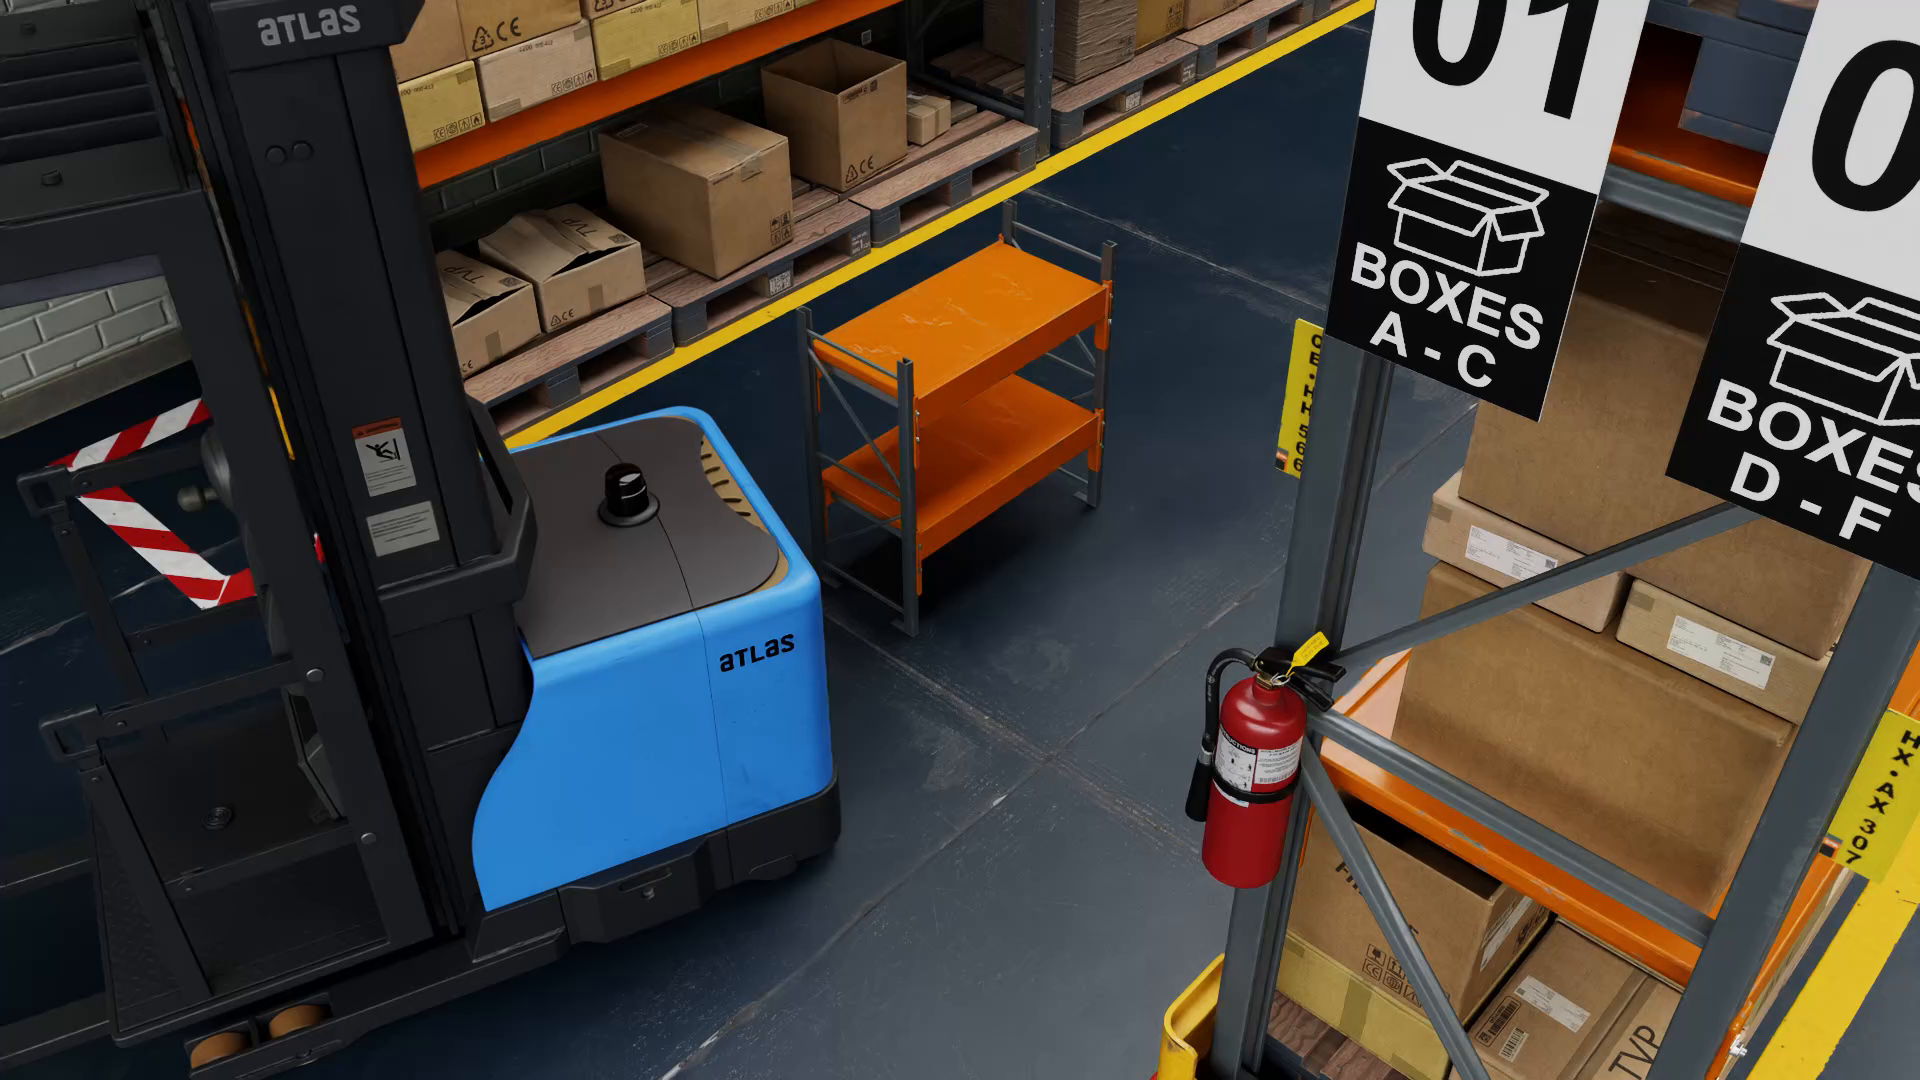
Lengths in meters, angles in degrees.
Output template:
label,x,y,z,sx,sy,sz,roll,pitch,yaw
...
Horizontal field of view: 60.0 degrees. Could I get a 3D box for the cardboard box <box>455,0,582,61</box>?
label,x,y,z,sx,sy,sz,roll,pitch,yaw
cardboard box,-1.748,-2.102,5.986,0.500,0.500,0.500,30,47,32

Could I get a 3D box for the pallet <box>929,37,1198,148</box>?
label,x,y,z,sx,sy,sz,roll,pitch,yaw
pallet,0.590,-2.648,9.411,1.003,0.211,1.213,30,47,32

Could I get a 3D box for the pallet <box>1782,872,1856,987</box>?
label,x,y,z,sx,sy,sz,roll,pitch,yaw
pallet,2.335,0.699,5.201,1.003,0.211,1.213,30,47,32

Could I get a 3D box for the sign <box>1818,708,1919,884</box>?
label,x,y,z,sx,sy,sz,roll,pitch,yaw
sign,1.432,0.401,2.577,0.100,0.325,0.005,30,47,32

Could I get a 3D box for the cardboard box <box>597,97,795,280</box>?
label,x,y,z,sx,sy,sz,roll,pitch,yaw
cardboard box,-1.183,-1.595,7.501,0.700,0.500,0.500,27,46,29

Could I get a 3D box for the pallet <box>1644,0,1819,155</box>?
label,x,y,z,sx,sy,sz,roll,pitch,yaw
pallet,1.523,-0.919,2.656,1.003,0.211,1.213,30,47,32

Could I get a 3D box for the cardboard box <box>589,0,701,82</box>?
label,x,y,z,sx,sy,sz,roll,pitch,yaw
cardboard box,-1.381,-2.060,6.535,0.500,0.250,0.500,29,47,31

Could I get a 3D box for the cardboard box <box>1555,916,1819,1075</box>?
label,x,y,z,sx,sy,sz,roll,pitch,yaw
cardboard box,1.887,1.062,4.376,0.500,0.250,0.500,30,47,32

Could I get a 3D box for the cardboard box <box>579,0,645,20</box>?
label,x,y,z,sx,sy,sz,roll,pitch,yaw
cardboard box,-1.395,-2.337,6.281,0.500,0.500,0.500,28,46,31

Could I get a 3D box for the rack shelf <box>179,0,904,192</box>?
label,x,y,z,sx,sy,sz,roll,pitch,yaw
rack shelf,-1.283,-2.181,7.161,1.077,0.370,4.000,30,47,32

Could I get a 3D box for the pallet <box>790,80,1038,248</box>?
label,x,y,z,sx,sy,sz,roll,pitch,yaw
pallet,-0.361,-1.966,8.553,1.003,0.211,1.213,30,47,32

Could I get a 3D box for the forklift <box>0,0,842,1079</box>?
label,x,y,z,sx,sy,sz,roll,pitch,yaw
forklift,-1.912,-0.059,3.969,3.031,2.935,1.130,-17,42,-20

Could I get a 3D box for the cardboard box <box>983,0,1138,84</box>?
label,x,y,z,sx,sy,sz,roll,pitch,yaw
cardboard box,0.550,-2.920,9.167,0.700,0.500,0.500,31,48,33

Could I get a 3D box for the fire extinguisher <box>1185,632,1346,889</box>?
label,x,y,z,sx,sy,sz,roll,pitch,yaw
fire extinguisher,0.604,0.424,3.369,0.296,0.674,0.183,30,47,32

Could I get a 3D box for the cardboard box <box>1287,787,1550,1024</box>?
label,x,y,z,sx,sy,sz,roll,pitch,yaw
cardboard box,1.169,0.782,4.126,0.500,0.500,0.500,30,47,32

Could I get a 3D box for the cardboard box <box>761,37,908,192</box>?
label,x,y,z,sx,sy,sz,roll,pitch,yaw
cardboard box,-0.605,-2.081,8.112,0.500,0.500,0.500,26,45,29

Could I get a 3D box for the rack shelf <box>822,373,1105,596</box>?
label,x,y,z,sx,sy,sz,roll,pitch,yaw
rack shelf,0.005,-0.252,6.056,0.538,0.278,1.000,30,47,32

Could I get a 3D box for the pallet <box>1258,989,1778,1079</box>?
label,x,y,z,sx,sy,sz,roll,pitch,yaw
pallet,1.511,1.257,4.499,1.003,0.211,1.213,30,47,32

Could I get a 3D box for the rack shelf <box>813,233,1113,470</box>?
label,x,y,z,sx,sy,sz,roll,pitch,yaw
rack shelf,0.005,-0.672,5.722,0.538,0.278,1.000,30,47,32

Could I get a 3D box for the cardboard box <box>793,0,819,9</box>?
label,x,y,z,sx,sy,sz,roll,pitch,yaw
cardboard box,-0.700,-2.523,7.117,0.500,0.250,0.500,29,47,32

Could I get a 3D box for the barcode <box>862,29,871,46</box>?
label,x,y,z,sx,sy,sz,roll,pitch,yaw
barcode,-0.476,-2.553,8.448,0.001,0.075,0.075,30,47,32

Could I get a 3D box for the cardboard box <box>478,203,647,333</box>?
label,x,y,z,sx,sy,sz,roll,pitch,yaw
cardboard box,-1.715,-1.205,7.163,0.500,0.311,0.500,-30,47,-32

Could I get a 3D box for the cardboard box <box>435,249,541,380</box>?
label,x,y,z,sx,sy,sz,roll,pitch,yaw
cardboard box,-2.099,-0.943,6.833,0.500,0.311,0.500,24,44,27

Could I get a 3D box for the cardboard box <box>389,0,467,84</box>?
label,x,y,z,sx,sy,sz,roll,pitch,yaw
cardboard box,-2.089,-1.879,5.705,0.500,0.500,0.500,30,47,32

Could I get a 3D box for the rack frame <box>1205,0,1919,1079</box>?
label,x,y,z,sx,sy,sz,roll,pitch,yaw
rack frame,1.024,0.533,3.169,0.949,2.616,0.053,30,47,32

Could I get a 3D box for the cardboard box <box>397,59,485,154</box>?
label,x,y,z,sx,sy,sz,roll,pitch,yaw
cardboard box,-2.069,-1.584,5.936,0.500,0.250,0.500,28,46,31

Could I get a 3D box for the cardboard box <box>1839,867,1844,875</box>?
label,x,y,z,sx,sy,sz,roll,pitch,yaw
cardboard box,2.216,0.534,4.437,0.500,0.500,0.500,30,47,32

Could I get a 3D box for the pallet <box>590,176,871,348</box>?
label,x,y,z,sx,sy,sz,roll,pitch,yaw
pallet,-1.184,-1.403,7.845,1.003,0.211,1.213,30,47,32

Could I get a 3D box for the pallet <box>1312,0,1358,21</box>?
label,x,y,z,sx,sy,sz,roll,pitch,yaw
pallet,2.236,-3.769,10.820,1.003,0.211,1.213,30,47,32

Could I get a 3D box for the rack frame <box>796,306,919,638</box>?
label,x,y,z,sx,sy,sz,roll,pitch,yaw
rack frame,-0.338,-0.210,5.610,0.500,1.125,0.032,30,47,32

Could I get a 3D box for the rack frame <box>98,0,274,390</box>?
label,x,y,z,sx,sy,sz,roll,pitch,yaw
rack frame,-2.633,-1.544,5.781,1.000,3.000,0.127,30,47,32

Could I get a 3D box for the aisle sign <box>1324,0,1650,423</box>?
label,x,y,z,sx,sy,sz,roll,pitch,yaw
aisle sign,0.765,-0.576,2.476,0.394,0.787,0.004,30,47,32

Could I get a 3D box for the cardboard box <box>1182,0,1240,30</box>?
label,x,y,z,sx,sy,sz,roll,pitch,yaw
cardboard box,1.236,-3.396,9.766,0.700,0.500,0.500,30,47,32

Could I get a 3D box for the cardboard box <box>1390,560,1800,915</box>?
label,x,y,z,sx,sy,sz,roll,pitch,yaw
cardboard box,1.351,0.286,3.399,0.700,0.500,0.500,30,47,32

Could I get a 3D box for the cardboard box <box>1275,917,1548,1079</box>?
label,x,y,z,sx,sy,sz,roll,pitch,yaw
cardboard box,1.170,1.076,4.358,0.500,0.250,0.500,30,47,32

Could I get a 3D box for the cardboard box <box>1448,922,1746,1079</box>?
label,x,y,z,sx,sy,sz,roll,pitch,yaw
cardboard box,1.552,1.294,4.085,0.500,0.250,0.500,30,47,32

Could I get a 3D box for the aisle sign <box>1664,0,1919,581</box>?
label,x,y,z,sx,sy,sz,roll,pitch,yaw
aisle sign,1.208,-0.324,2.159,0.394,0.787,0.004,30,47,32

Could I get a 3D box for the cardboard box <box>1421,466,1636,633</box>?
label,x,y,z,sx,sy,sz,roll,pitch,yaw
cardboard box,1.144,-0.014,3.256,0.380,0.149,0.250,29,47,31

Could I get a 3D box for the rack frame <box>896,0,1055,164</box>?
label,x,y,z,sx,sy,sz,roll,pitch,yaw
rack frame,0.066,-3.381,8.092,1.000,3.000,0.127,30,47,32

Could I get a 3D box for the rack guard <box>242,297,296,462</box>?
label,x,y,z,sx,sy,sz,roll,pitch,yaw
rack guard,-2.581,-0.600,6.603,1.175,0.500,0.348,30,47,32

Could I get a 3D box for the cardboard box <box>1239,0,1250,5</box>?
label,x,y,z,sx,sy,sz,roll,pitch,yaw
cardboard box,1.570,-3.632,10.063,0.700,0.500,0.500,29,47,32

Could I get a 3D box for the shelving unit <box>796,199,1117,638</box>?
label,x,y,z,sx,sy,sz,roll,pitch,yaw
shelving unit,0.005,-0.443,5.904,0.538,1.125,1.048,30,47,32

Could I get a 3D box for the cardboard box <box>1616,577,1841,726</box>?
label,x,y,z,sx,sy,sz,roll,pitch,yaw
cardboard box,1.450,0.152,3.048,0.380,0.149,0.250,29,47,32

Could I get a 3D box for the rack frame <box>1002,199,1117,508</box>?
label,x,y,z,sx,sy,sz,roll,pitch,yaw
rack frame,0.348,-0.677,6.198,0.500,1.125,0.032,30,47,32

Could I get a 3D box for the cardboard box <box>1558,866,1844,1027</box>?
label,x,y,z,sx,sy,sz,roll,pitch,yaw
cardboard box,1.888,0.770,4.141,0.500,0.500,0.500,30,47,32

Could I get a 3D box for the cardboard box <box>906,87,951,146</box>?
label,x,y,z,sx,sy,sz,roll,pitch,yaw
cardboard box,-0.273,-2.186,8.512,0.380,0.166,0.250,23,44,27

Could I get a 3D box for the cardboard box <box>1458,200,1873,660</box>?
label,x,y,z,sx,sy,sz,roll,pitch,yaw
cardboard box,1.387,-0.246,3.026,0.700,0.500,0.500,30,47,32

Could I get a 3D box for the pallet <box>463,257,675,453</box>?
label,x,y,z,sx,sy,sz,roll,pitch,yaw
pallet,-2.007,-0.845,7.144,1.003,0.211,1.213,30,47,32

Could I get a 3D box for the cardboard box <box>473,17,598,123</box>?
label,x,y,z,sx,sy,sz,roll,pitch,yaw
cardboard box,-1.729,-1.828,6.243,0.500,0.250,0.500,28,46,31

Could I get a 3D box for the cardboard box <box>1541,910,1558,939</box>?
label,x,y,z,sx,sy,sz,roll,pitch,yaw
cardboard box,1.499,0.841,4.654,0.500,0.250,0.500,30,47,32

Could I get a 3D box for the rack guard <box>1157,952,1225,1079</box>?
label,x,y,z,sx,sy,sz,roll,pitch,yaw
rack guard,1.010,1.524,3.932,1.175,0.500,0.348,30,47,32

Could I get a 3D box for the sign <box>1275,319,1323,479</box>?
label,x,y,z,sx,sy,sz,roll,pitch,yaw
sign,0.635,-0.245,3.028,0.100,0.325,0.005,30,47,32

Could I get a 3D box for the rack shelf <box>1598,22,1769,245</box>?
label,x,y,z,sx,sy,sz,roll,pitch,yaw
rack shelf,2.376,-1.277,3.613,1.077,0.370,4.000,30,47,32

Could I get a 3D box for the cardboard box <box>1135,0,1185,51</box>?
label,x,y,z,sx,sy,sz,roll,pitch,yaw
cardboard box,0.862,-3.179,9.492,0.700,0.500,0.500,29,47,31

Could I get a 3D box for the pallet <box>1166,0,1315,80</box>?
label,x,y,z,sx,sy,sz,roll,pitch,yaw
pallet,1.413,-3.211,10.119,1.003,0.211,1.213,30,47,32

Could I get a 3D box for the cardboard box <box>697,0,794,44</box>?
label,x,y,z,sx,sy,sz,roll,pitch,yaw
cardboard box,-1.038,-2.291,6.825,0.500,0.250,0.500,30,47,32

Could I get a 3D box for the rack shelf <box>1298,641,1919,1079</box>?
label,x,y,z,sx,sy,sz,roll,pitch,yaw
rack shelf,2.376,-0.103,4.547,1.077,0.370,4.000,30,47,32

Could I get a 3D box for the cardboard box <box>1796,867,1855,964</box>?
label,x,y,z,sx,sy,sz,roll,pitch,yaw
cardboard box,2.225,0.833,4.664,0.500,0.250,0.500,30,47,32
